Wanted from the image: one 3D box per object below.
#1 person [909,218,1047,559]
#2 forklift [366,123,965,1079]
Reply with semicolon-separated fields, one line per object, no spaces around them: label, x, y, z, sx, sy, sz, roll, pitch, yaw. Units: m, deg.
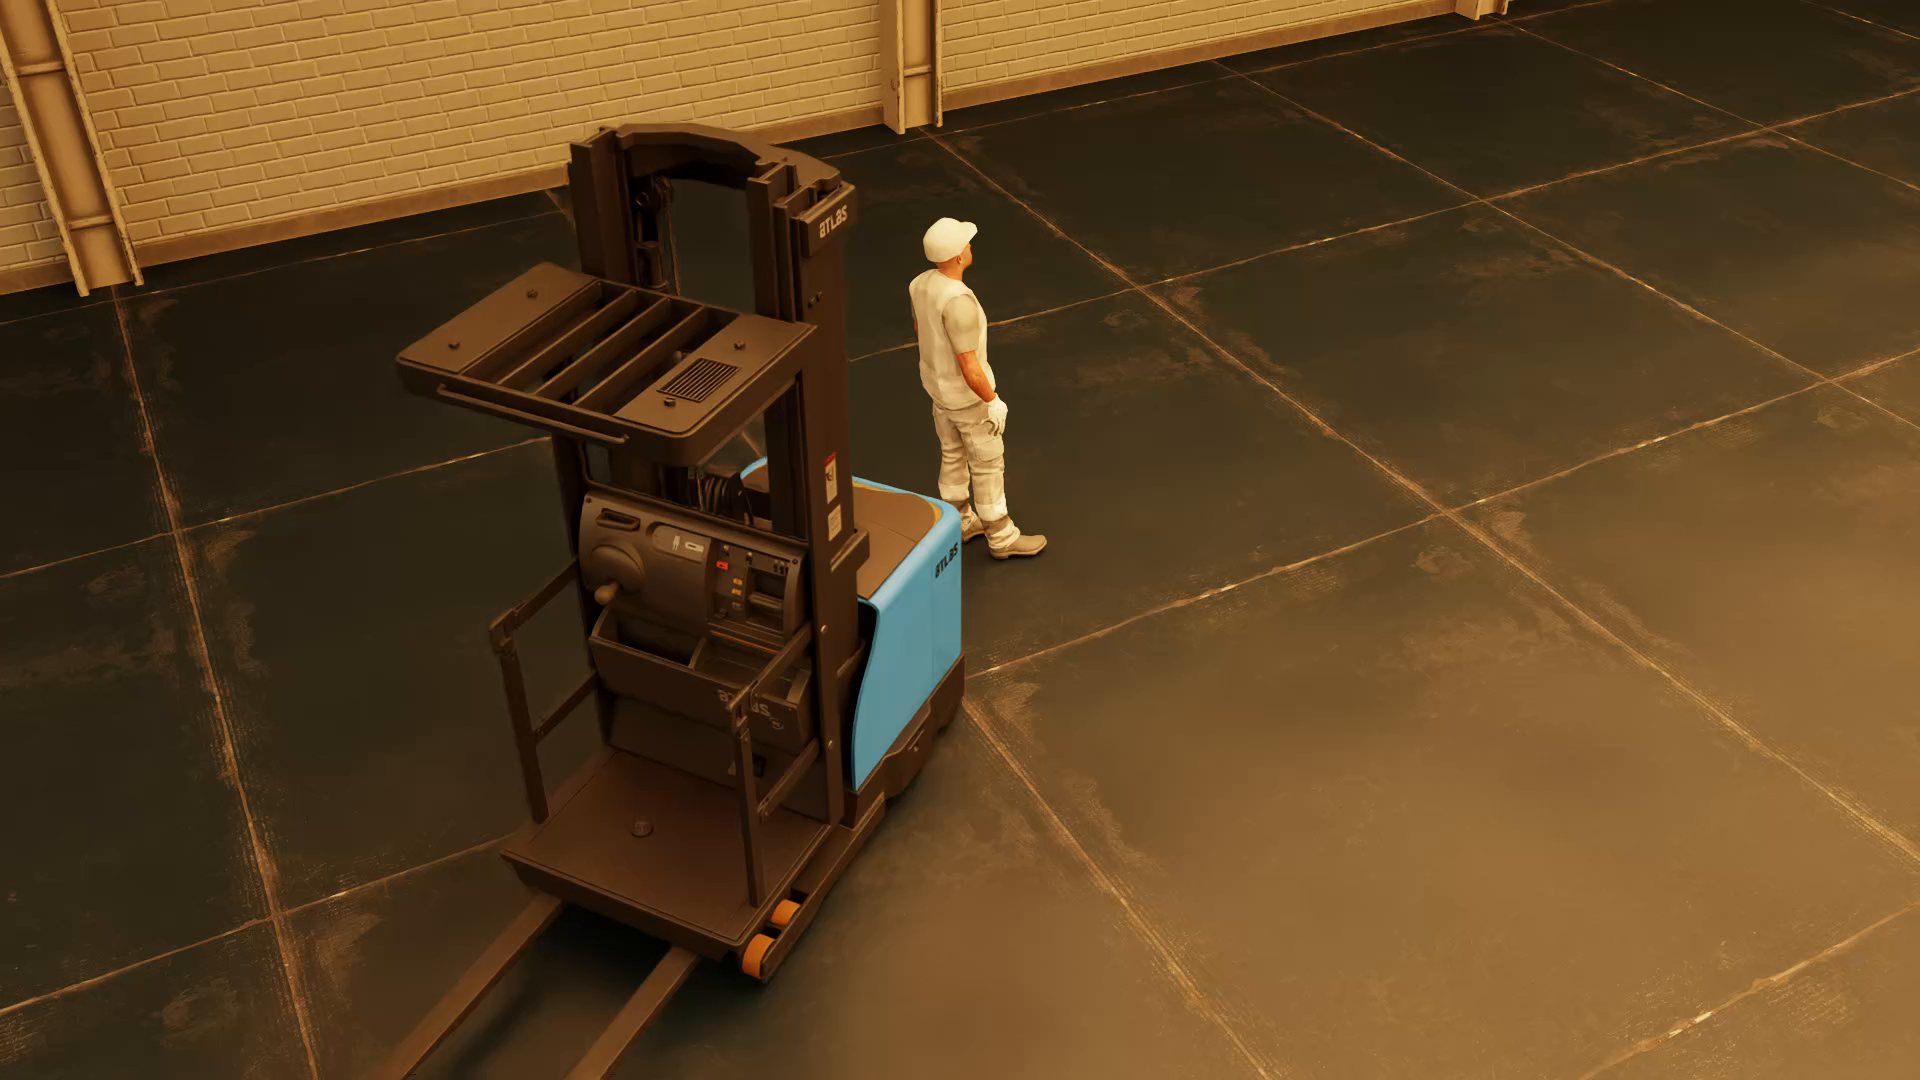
person;0.077;-0.752;8.163;0.563;1.788;0.638;-17;39;-23
forklift;-1.076;0.175;5.876;1.130;2.935;3.031;16;38;21
